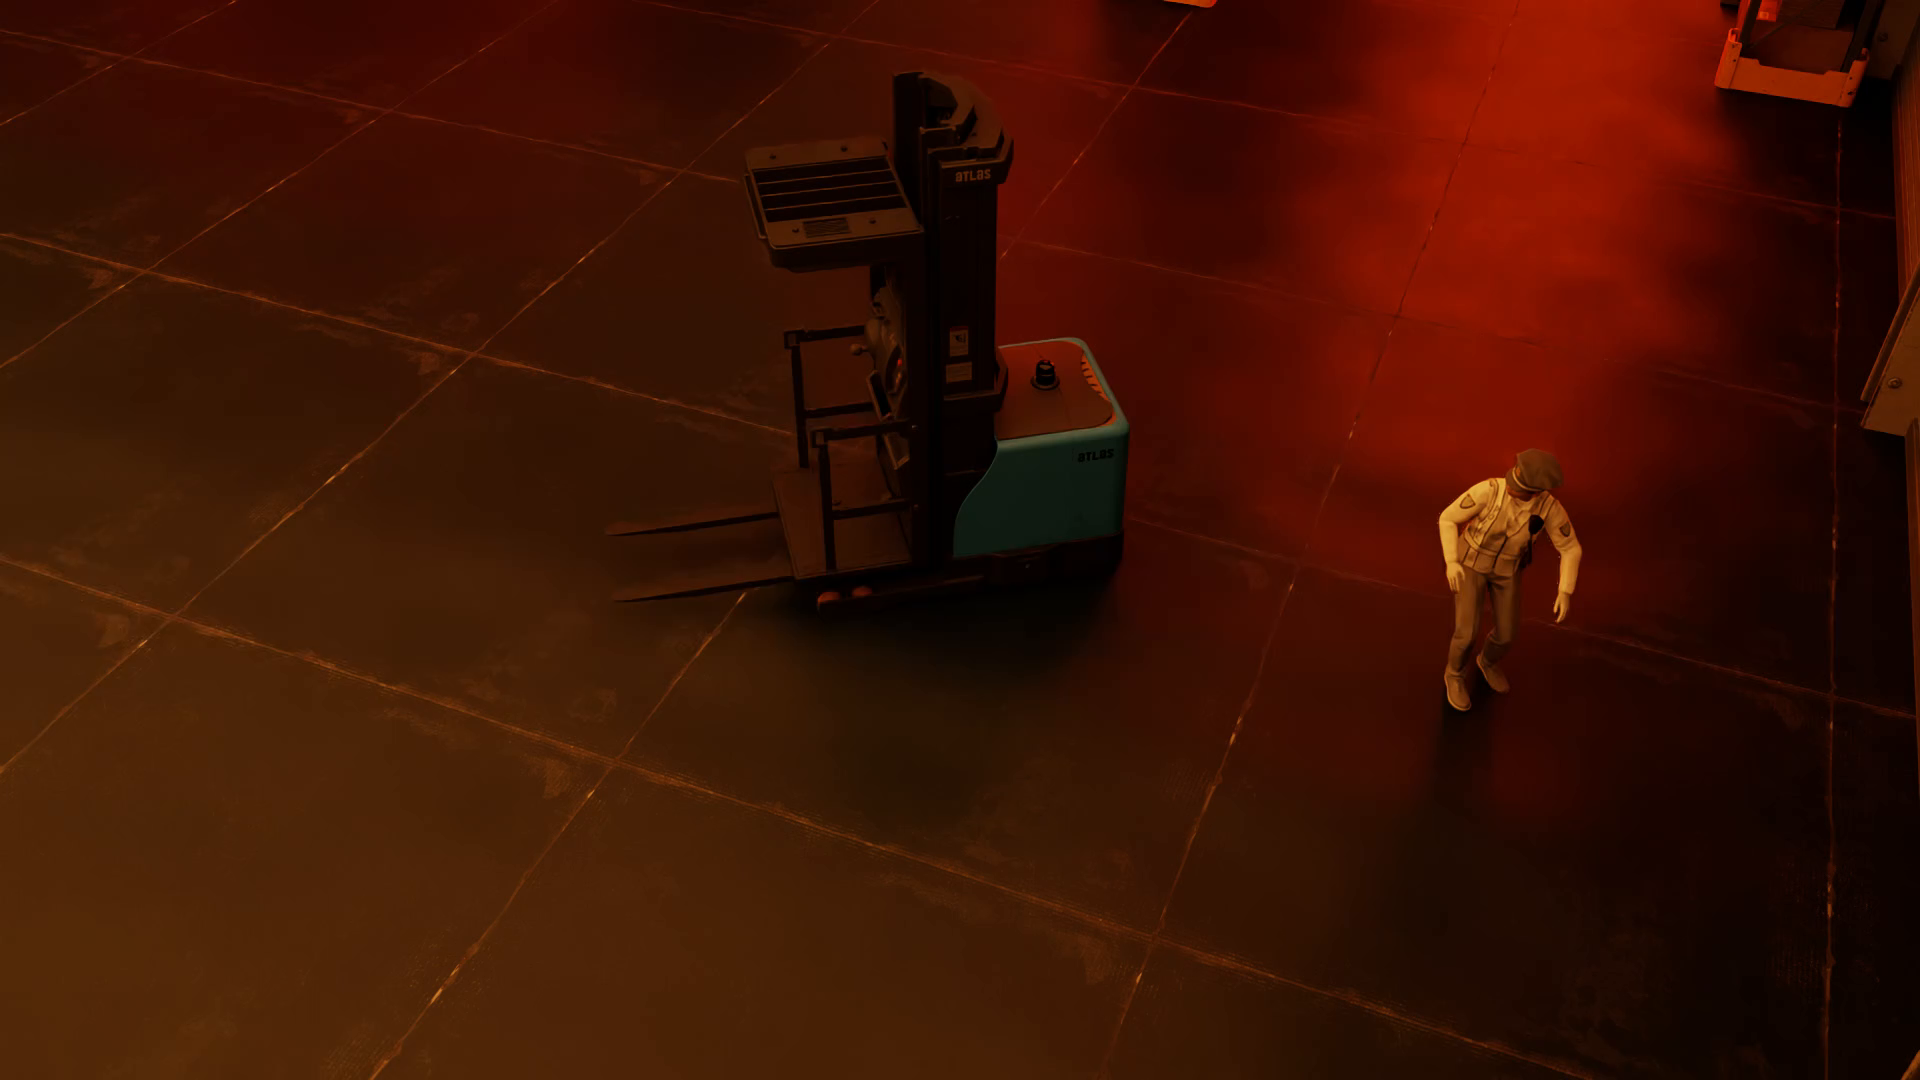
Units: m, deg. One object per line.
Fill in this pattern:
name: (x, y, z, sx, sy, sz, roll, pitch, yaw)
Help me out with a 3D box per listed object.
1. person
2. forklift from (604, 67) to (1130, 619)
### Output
person: (2.863, 0.218, 8.798, 0.732, 1.633, 0.560, 4, 40, 5)
forklift: (-0.594, -1.034, 9.241, 3.031, 2.935, 1.130, -8, 41, -10)
